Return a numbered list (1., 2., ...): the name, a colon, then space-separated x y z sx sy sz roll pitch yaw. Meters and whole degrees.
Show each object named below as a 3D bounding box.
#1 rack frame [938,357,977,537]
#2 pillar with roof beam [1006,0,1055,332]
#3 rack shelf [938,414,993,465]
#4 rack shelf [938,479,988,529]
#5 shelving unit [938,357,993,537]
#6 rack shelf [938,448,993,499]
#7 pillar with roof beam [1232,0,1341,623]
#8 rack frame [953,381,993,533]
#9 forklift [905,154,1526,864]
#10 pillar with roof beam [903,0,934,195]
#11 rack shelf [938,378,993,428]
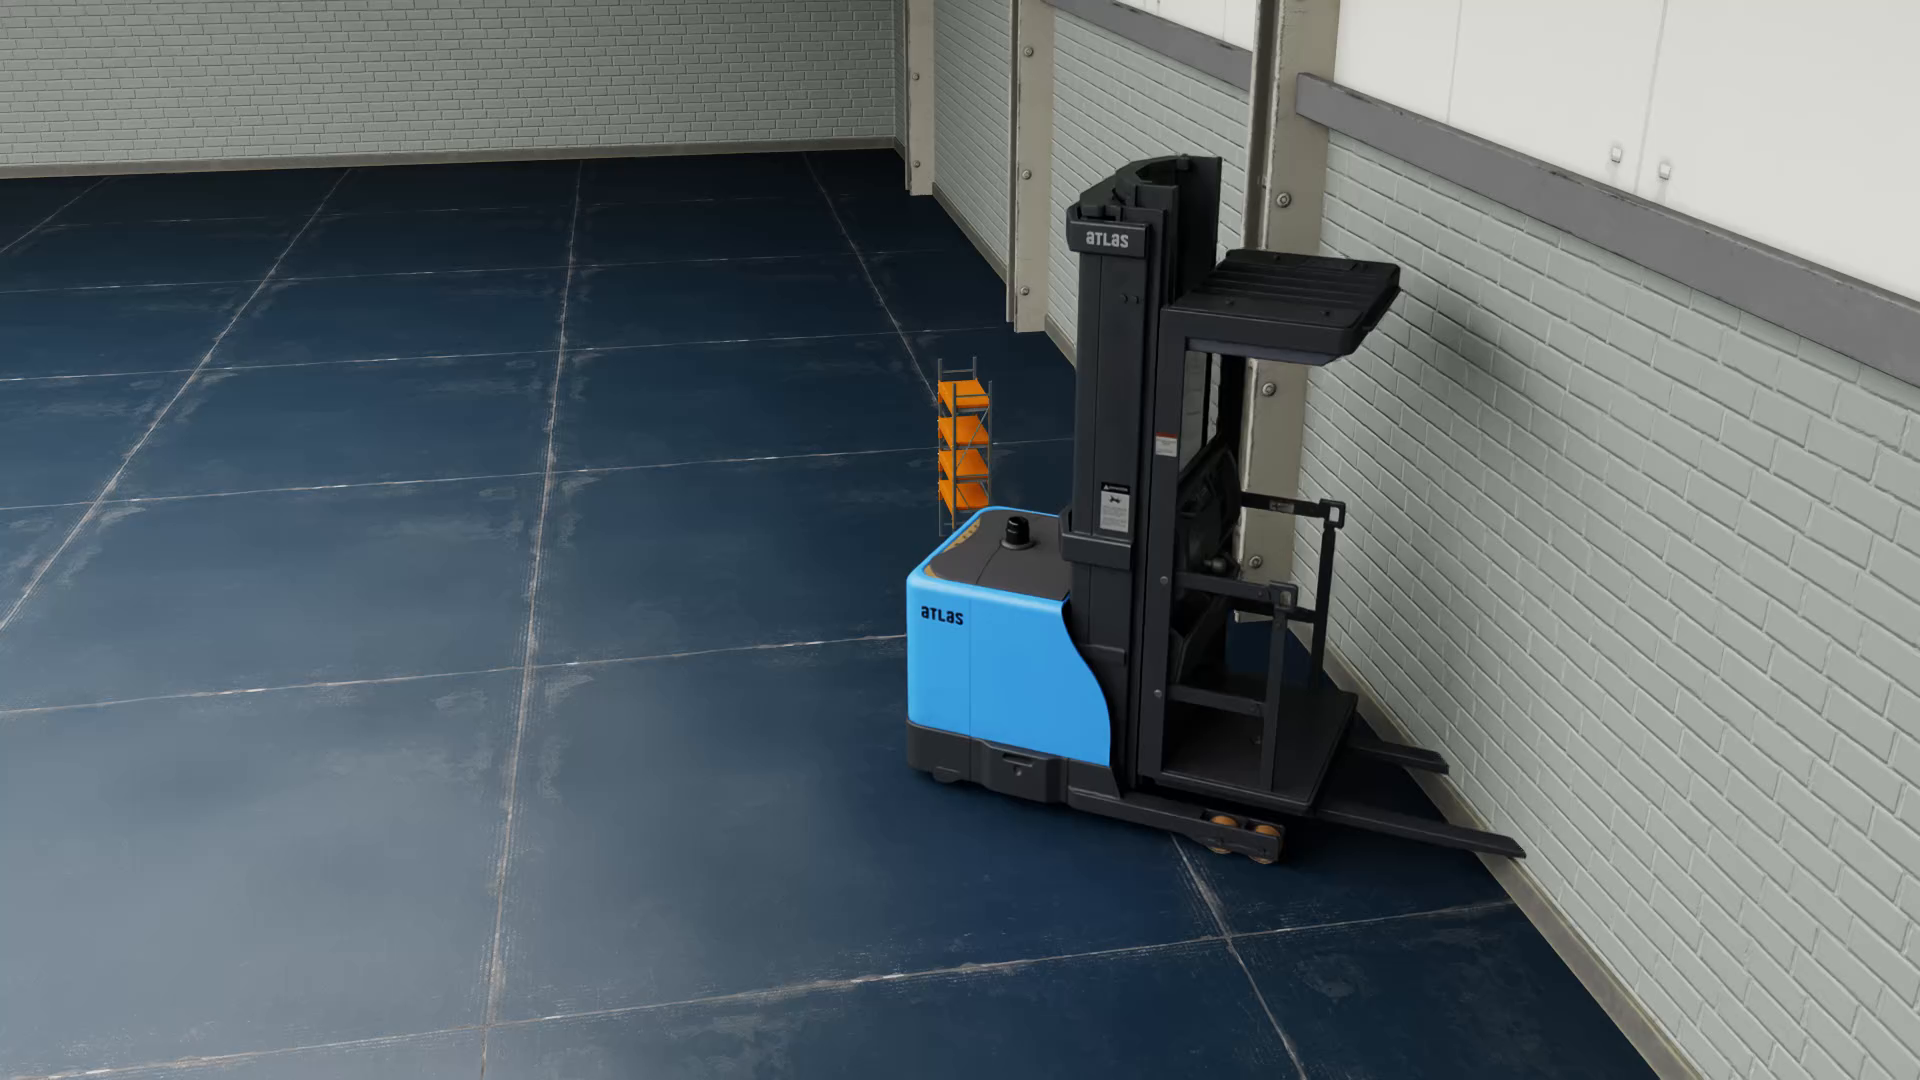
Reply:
1. rack frame: -0.015 -0.581 10.581 0.240 1.200 0.015 -4 24 -10
2. pillar with roof beam: -3.615 -5.774 12.726 9.100 9.000 0.400 -4 24 -10
3. rack shelf: 0.031 -0.628 10.298 0.258 0.148 0.480 -4 24 -10
4. rack shelf: 0.031 -0.241 10.467 0.258 0.148 0.480 -4 24 -10
5. shelving unit: 0.031 -0.485 10.361 0.258 1.200 0.503 -4 24 -10
6. rack shelf: 0.031 -0.423 10.388 0.258 0.148 0.480 -4 24 -10
7. pillar with roof beam: -2.506 -3.414 7.323 9.100 9.000 0.400 -4 24 -10
8. rack frame: 0.076 -0.389 10.141 0.240 1.200 0.015 -4 24 -10
9. forklift: 1.301 -0.138 7.404 3.031 2.935 1.130 10 25 21
10. pillar with roof beam: -4.725 -8.134 18.130 9.100 9.000 0.400 -4 24 -10
11. rack shelf: 0.031 -0.845 10.204 0.258 0.148 0.480 -4 24 -10
